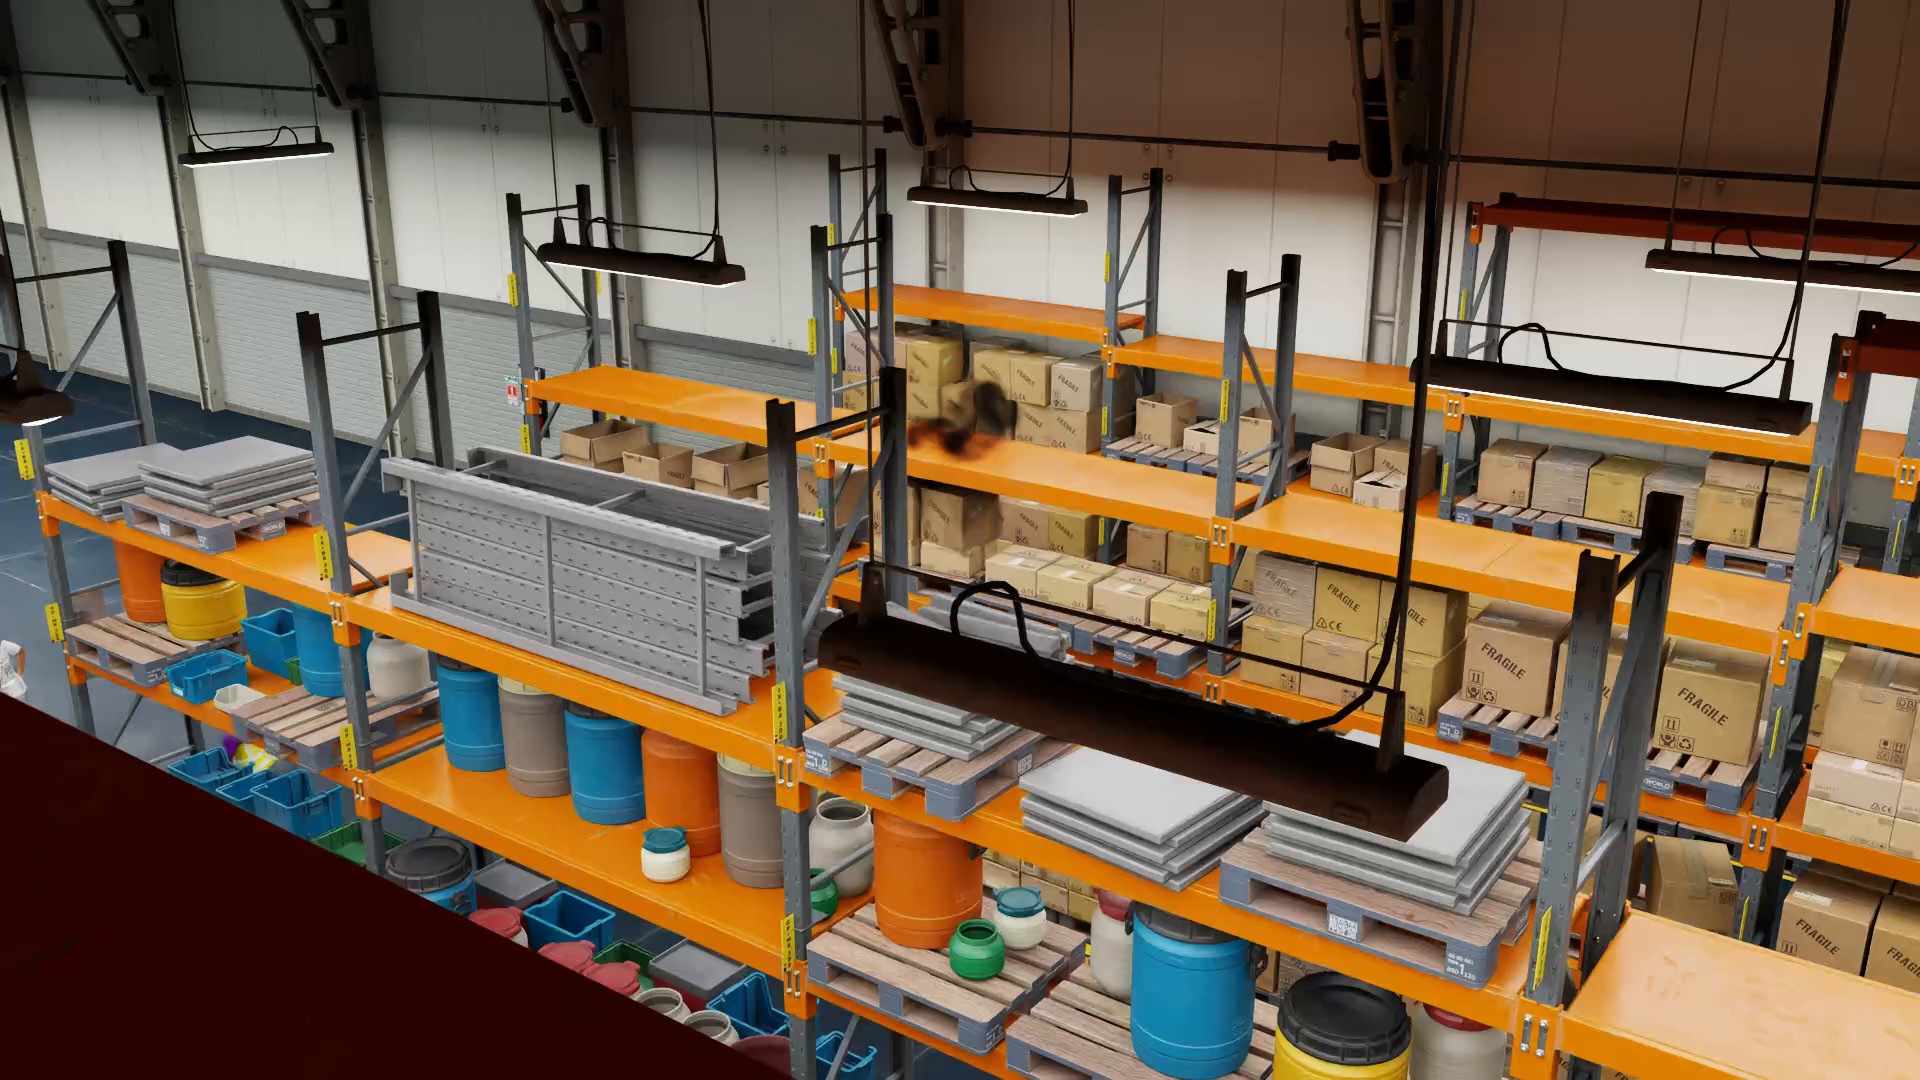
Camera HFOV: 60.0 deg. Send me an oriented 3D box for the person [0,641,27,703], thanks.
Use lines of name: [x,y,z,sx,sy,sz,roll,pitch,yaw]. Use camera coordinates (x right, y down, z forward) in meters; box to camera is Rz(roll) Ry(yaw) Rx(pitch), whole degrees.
person: [-9.977,1.692,17.492,0.890,1.712,0.627,-8,20,-22]

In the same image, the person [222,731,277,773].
person: [-6.662,2.216,15.830,0.821,1.830,0.699,3,19,8]

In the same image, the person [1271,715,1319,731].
person: [3.211,2.045,15.657,0.762,1.744,0.550,9,20,25]
